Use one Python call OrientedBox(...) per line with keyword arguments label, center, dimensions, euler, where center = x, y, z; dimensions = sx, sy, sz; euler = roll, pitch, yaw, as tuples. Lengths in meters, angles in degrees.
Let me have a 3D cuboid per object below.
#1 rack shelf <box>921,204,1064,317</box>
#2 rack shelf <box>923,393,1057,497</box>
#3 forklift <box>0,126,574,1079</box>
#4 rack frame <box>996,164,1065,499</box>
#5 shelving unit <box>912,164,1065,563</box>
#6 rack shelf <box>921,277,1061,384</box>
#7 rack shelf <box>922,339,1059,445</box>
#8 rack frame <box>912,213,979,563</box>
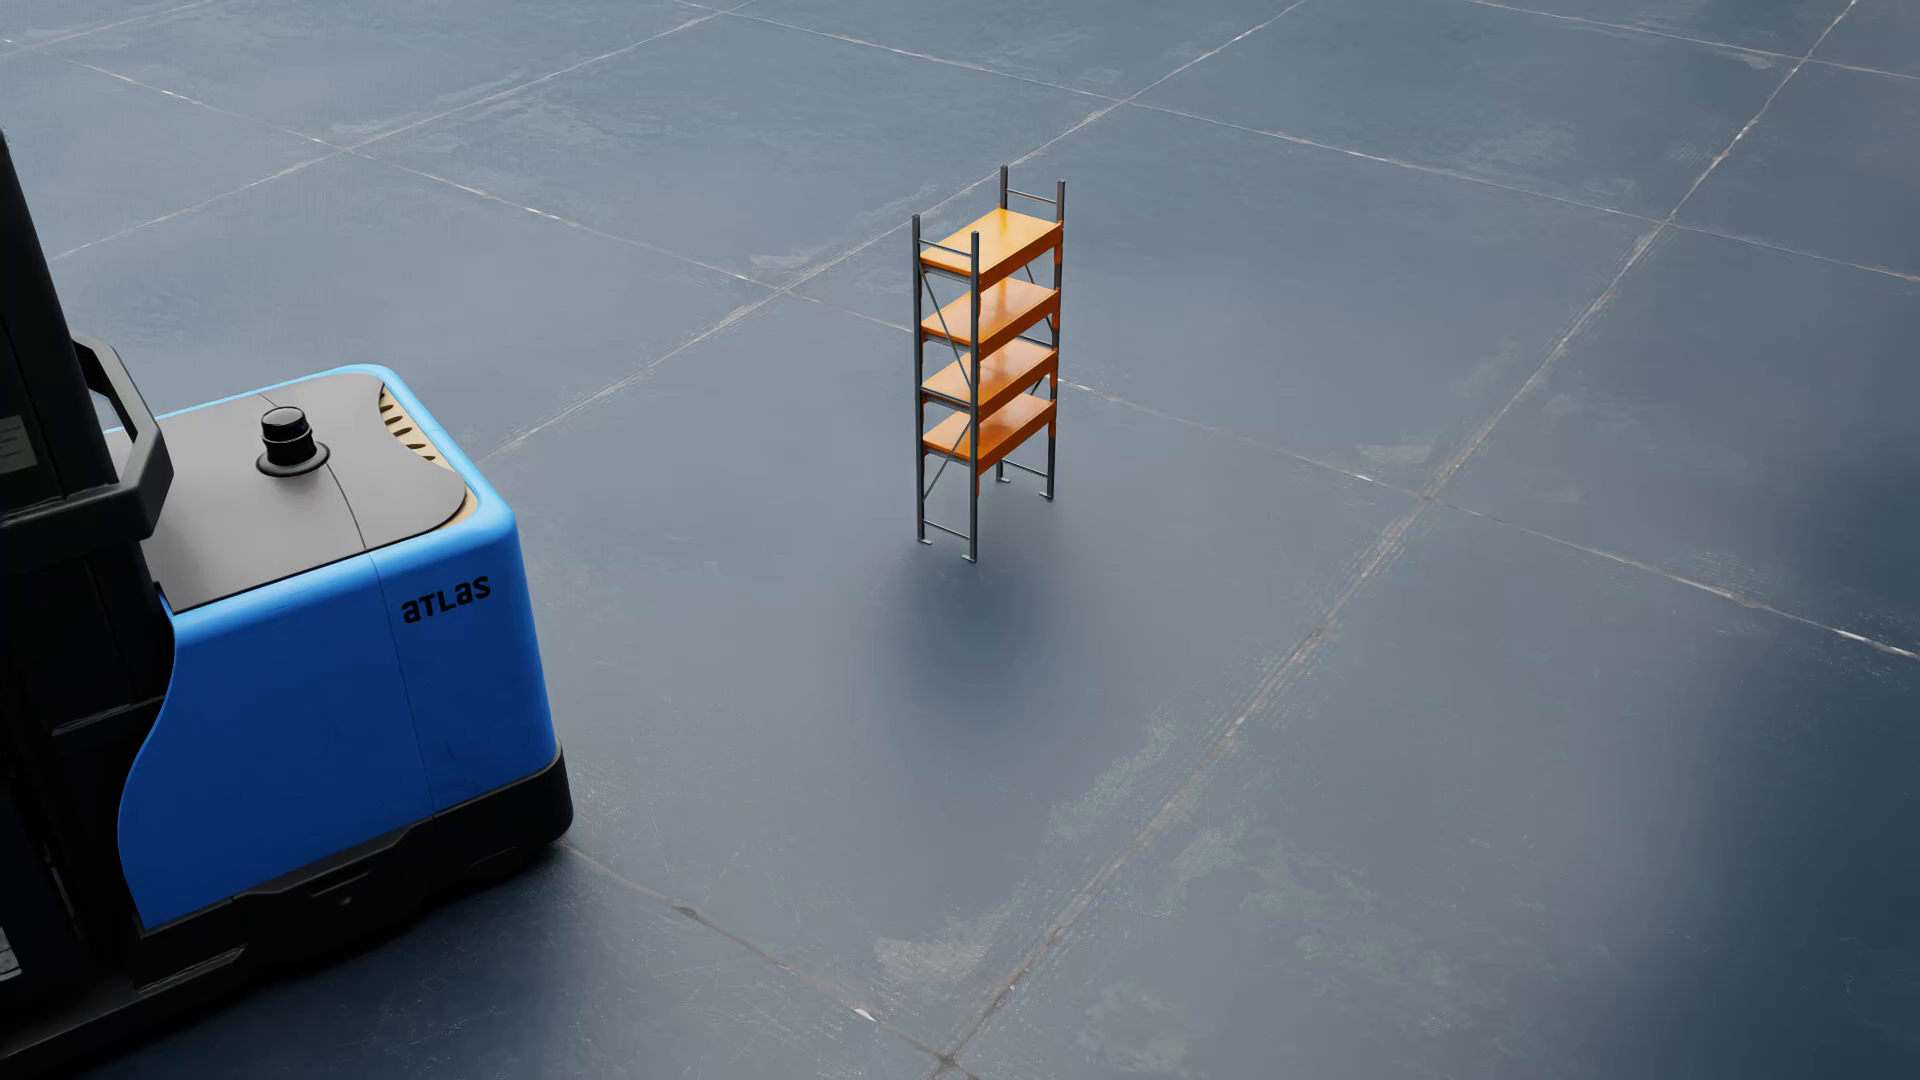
OrientedBox(label="rack shelf", center=(0.094, -0.899, 5.306), dimensions=(0.258, 0.148, 0.480), euler=(21, 39, 28))
OrientedBox(label="rack shelf", center=(0.094, -0.353, 5.675), dimensions=(0.258, 0.148, 0.480), euler=(21, 39, 28))
OrientedBox(label="forklift", center=(-2.551, -0.143, 3.345), dimensions=(3.031, 2.935, 1.130), euler=(-21, 39, -28))
OrientedBox(label="rack frame", center=(0.234, -0.686, 5.693), dimensions=(0.240, 1.200, 0.015), euler=(21, 39, 28))
OrientedBox(label="shelving unit", center=(0.094, -0.573, 5.527), dimensions=(0.258, 1.200, 0.503), euler=(21, 39, 28))
OrientedBox(label="rack shelf", center=(0.094, -0.703, 5.439), dimensions=(0.258, 0.148, 0.480), euler=(21, 39, 28))
OrientedBox(label="rack shelf", center=(0.094, -0.517, 5.564), dimensions=(0.258, 0.148, 0.480), euler=(21, 39, 28))
OrientedBox(label="rack frame", center=(-0.045, -0.461, 5.361), dimensions=(0.240, 1.200, 0.015), euler=(21, 39, 28))
